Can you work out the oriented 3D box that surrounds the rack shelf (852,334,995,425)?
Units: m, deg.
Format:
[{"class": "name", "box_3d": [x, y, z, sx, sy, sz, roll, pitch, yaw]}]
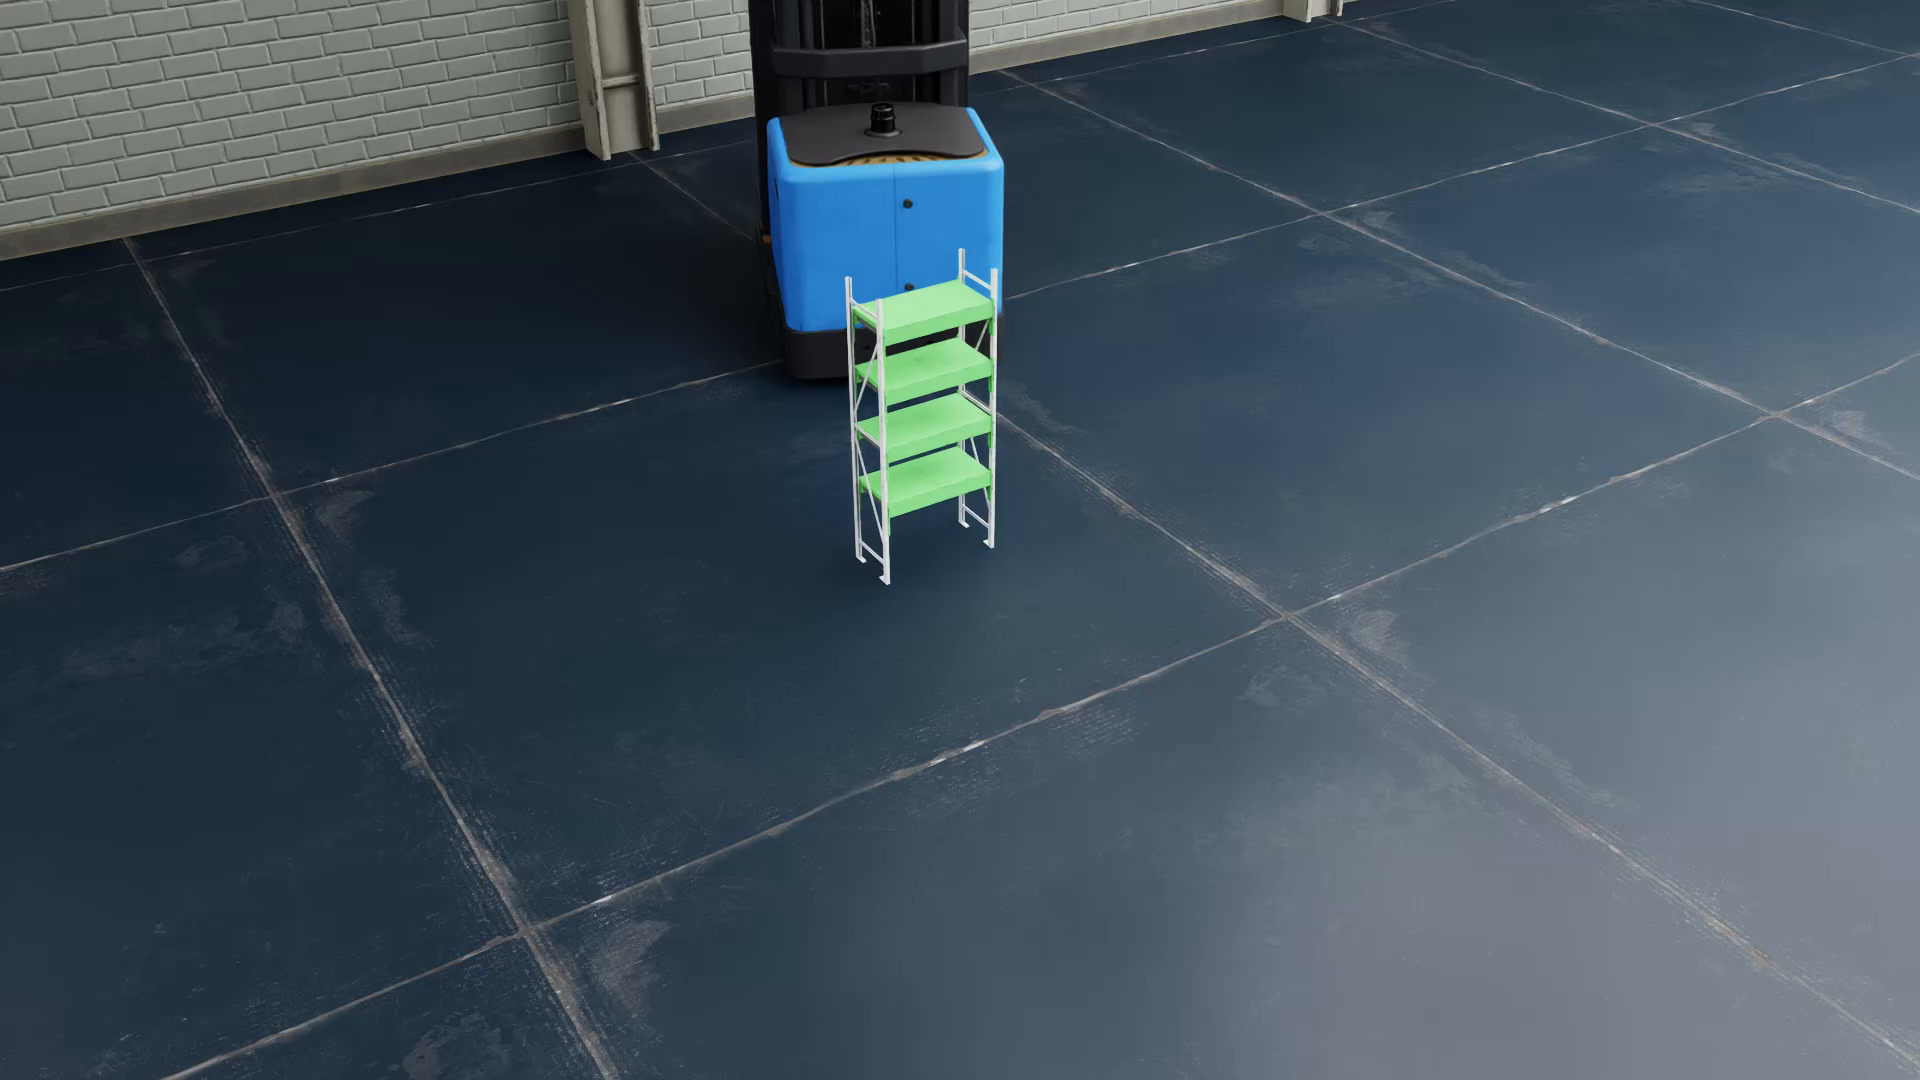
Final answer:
[{"class": "rack shelf", "box_3d": [-0.139, -0.609, 6.260, 0.480, 0.148, 0.258, -19, 37, -27]}]

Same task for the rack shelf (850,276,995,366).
[{"class": "rack shelf", "box_3d": [-0.139, -0.812, 6.132, 0.480, 0.148, 0.258, -19, 37, -27]}]

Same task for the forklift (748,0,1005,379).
[{"class": "forklift", "box_3d": [-0.539, -2.767, 8.390, 1.130, 2.935, 3.031, -5, 33, -8]}]

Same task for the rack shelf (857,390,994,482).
[{"class": "rack shelf", "box_3d": [-0.139, -0.406, 6.388, 0.480, 0.148, 0.258, -19, 37, -27]}]

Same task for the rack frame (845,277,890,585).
[{"class": "rack frame", "box_3d": [-0.344, -0.389, 6.242, 0.015, 1.200, 0.240, -19, 37, -27]}]

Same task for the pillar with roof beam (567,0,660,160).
[{"class": "pillar with roof beam", "box_3d": [0.145, -4.415, 5.315, 0.400, 9.000, 9.100, -19, 37, -27]}]

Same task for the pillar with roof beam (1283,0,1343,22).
[{"class": "pillar with roof beam", "box_3d": [5.188, -6.149, 8.064, 0.400, 9.000, 9.100, -19, 37, -27]}]

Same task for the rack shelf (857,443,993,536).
[{"class": "rack shelf", "box_3d": [-0.139, -0.203, 6.516, 0.480, 0.148, 0.258, -19, 37, -27]}]

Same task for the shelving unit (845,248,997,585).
[{"class": "shelving unit", "box_3d": [-0.139, -0.460, 6.354, 0.503, 1.200, 0.258, -19, 37, -27]}]

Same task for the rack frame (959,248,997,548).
[{"class": "rack frame", "box_3d": [0.066, -0.530, 6.466, 0.015, 1.200, 0.240, -19, 37, -27]}]
